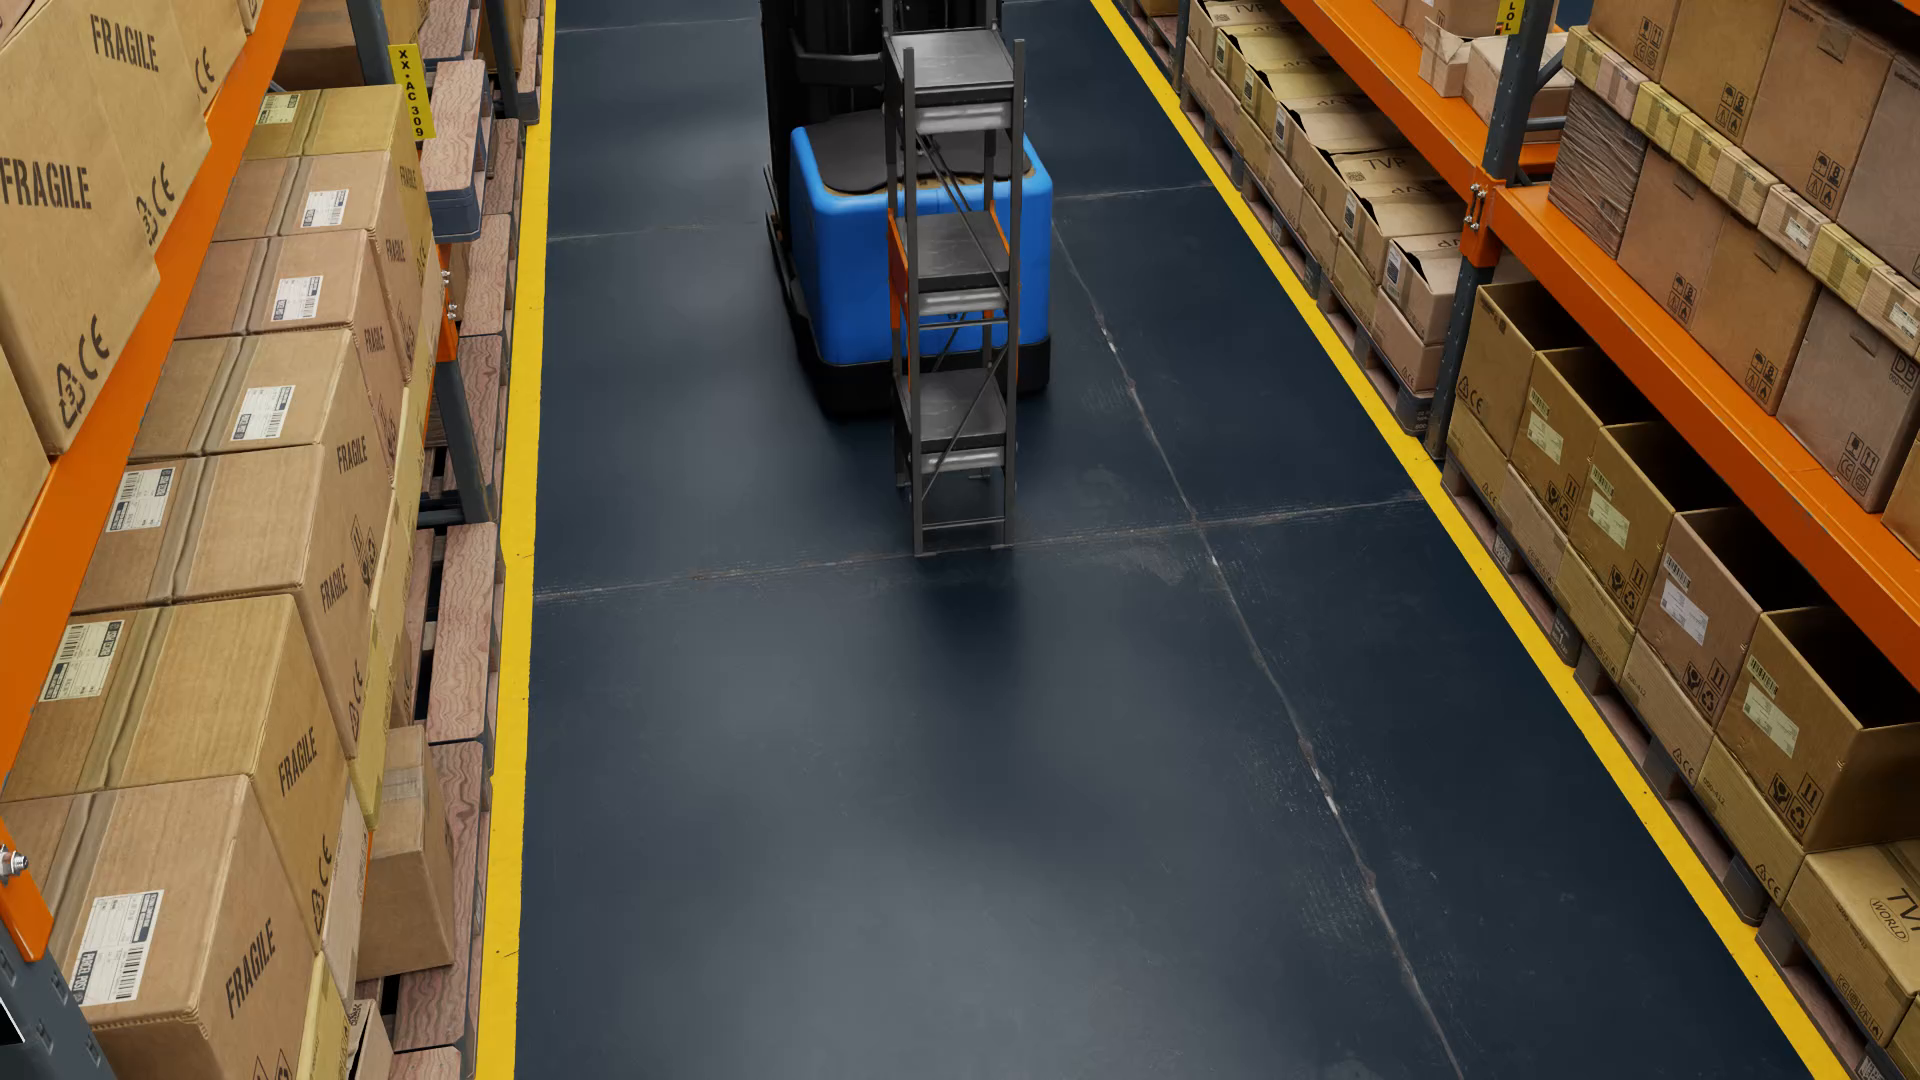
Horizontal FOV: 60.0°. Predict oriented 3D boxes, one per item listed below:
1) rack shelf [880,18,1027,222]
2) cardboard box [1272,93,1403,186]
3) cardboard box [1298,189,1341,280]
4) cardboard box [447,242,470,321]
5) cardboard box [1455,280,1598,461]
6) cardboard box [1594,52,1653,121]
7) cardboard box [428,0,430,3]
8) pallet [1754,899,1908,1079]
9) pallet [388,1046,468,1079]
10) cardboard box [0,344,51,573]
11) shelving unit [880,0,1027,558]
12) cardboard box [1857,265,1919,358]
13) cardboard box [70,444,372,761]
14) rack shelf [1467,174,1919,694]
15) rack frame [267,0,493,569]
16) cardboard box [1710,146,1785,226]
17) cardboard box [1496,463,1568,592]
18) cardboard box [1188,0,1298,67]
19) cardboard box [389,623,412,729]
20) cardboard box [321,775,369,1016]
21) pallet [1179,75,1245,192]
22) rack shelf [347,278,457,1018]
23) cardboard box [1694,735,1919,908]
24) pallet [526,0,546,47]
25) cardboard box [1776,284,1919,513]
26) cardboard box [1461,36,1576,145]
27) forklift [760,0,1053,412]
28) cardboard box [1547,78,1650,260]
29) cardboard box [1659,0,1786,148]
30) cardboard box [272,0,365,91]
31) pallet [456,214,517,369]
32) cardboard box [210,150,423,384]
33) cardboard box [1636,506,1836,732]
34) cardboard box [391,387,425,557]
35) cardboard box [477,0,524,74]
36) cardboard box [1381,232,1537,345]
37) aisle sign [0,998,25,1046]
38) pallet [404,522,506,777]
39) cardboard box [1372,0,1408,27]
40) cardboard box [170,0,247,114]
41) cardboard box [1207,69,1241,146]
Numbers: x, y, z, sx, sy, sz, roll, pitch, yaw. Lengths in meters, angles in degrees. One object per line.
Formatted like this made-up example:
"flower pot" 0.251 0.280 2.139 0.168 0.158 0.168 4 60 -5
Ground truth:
"rack shelf" -0.029 -1.471 5.813 0.431 0.518 0.480 -6 38 -8
"cardboard box" 1.907 -2.045 8.380 0.500 0.311 0.500 -7 38 -9
"cardboard box" 1.992 -1.525 8.167 0.500 0.250 0.500 -5 38 -7
"cardboard box" -2.684 -1.324 7.689 0.700 0.500 0.500 -6 38 -7
"cardboard box" 2.300 -0.673 6.459 0.500 0.500 0.500 -6 38 -8
"cardboard box" 2.428 -1.572 5.718 0.380 0.149 0.250 -6 38 -7
"cardboard box" -2.718 -2.672 7.304 0.700 0.500 0.500 -6 38 -8
"pallet" 3.053 1.449 4.713 1.003 0.211 1.213 -6 38 -8
"pallet" -1.769 1.901 4.131 1.003 0.211 1.213 -6 38 -8
"cardboard box" -1.460 -0.121 1.918 0.500 0.500 0.500 -5 38 -7
"shelving unit" -0.029 -0.929 6.235 0.431 2.100 0.503 -6 38 -8
"cardboard box" 2.700 -0.637 4.515 0.380 0.149 0.250 -7 38 -9
"cardboard box" -1.597 0.162 3.591 0.500 0.500 0.500 -7 38 -9
"rack shelf" 2.878 -0.119 5.044 1.077 0.370 4.000 -6 38 -8
"rack frame" -2.349 -1.076 5.690 1.000 3.000 0.127 -6 38 -8
"cardboard box" 2.564 -1.107 5.119 0.380 0.149 0.250 -7 38 -9
"cardboard box" 2.393 -0.076 6.301 0.500 0.250 0.500 -6 38 -8
"cardboard box" 1.629 -2.980 9.583 0.500 0.311 0.500 -5 38 -6
"cardboard box" -2.128 0.360 5.520 0.500 0.500 0.500 -9 39 -11
"cardboard box" -1.526 0.750 3.445 0.500 0.250 0.500 -7 38 -9
"pallet" 1.932 -2.424 9.698 1.003 0.211 1.213 -6 38 -8
"rack shelf" -1.998 0.416 4.356 1.077 0.370 4.000 -6 38 -8
"cardboard box" 2.655 0.830 5.135 0.500 0.250 0.500 -6 38 -8
"pallet" -3.325 -3.610 11.225 1.003 0.211 1.213 -6 38 -8
"cardboard box" 2.885 -0.452 4.806 0.700 0.500 0.500 -5 38 -7
"cardboard box" 2.398 -1.844 6.801 0.500 0.250 0.500 -4 38 -5
"forklift" -0.401 -2.630 7.746 1.130 2.935 3.031 -7 38 -9
"cardboard box" 2.611 -1.383 6.004 0.700 0.500 0.500 -7 38 -9
"cardboard box" 2.701 -1.590 5.213 0.700 0.500 0.500 -6 38 -8
"cardboard box" -2.405 -1.600 5.925 0.700 0.500 0.500 -6 38 -8
"pallet" -2.704 -1.183 8.101 1.003 0.211 1.213 -6 38 -8
"cardboard box" -1.869 -0.768 4.788 0.500 0.500 0.500 -6 38 -8
"cardboard box" 2.565 0.232 5.293 0.500 0.500 0.500 -6 38 -8
"cardboard box" -1.785 -0.167 4.626 0.500 0.250 0.500 -6 38 -8
"cardboard box" -3.050 -3.267 9.920 0.750 0.750 0.750 -7 38 -9
"cardboard box" 2.174 -1.126 7.196 0.500 0.311 0.500 -6 38 -8
"aisle sign" -1.340 0.325 1.768 0.394 0.787 0.004 -6 38 -8
"pallet" -2.197 0.427 6.028 1.003 0.211 1.213 -6 38 -8
"cardboard box" 2.229 -2.737 7.746 0.500 0.500 0.500 -6 38 -8
"cardboard box" -1.729 -1.083 3.157 0.500 0.500 0.500 -4 38 -5
"cardboard box" 1.718 -2.455 9.365 0.500 0.250 0.500 -7 38 -9
